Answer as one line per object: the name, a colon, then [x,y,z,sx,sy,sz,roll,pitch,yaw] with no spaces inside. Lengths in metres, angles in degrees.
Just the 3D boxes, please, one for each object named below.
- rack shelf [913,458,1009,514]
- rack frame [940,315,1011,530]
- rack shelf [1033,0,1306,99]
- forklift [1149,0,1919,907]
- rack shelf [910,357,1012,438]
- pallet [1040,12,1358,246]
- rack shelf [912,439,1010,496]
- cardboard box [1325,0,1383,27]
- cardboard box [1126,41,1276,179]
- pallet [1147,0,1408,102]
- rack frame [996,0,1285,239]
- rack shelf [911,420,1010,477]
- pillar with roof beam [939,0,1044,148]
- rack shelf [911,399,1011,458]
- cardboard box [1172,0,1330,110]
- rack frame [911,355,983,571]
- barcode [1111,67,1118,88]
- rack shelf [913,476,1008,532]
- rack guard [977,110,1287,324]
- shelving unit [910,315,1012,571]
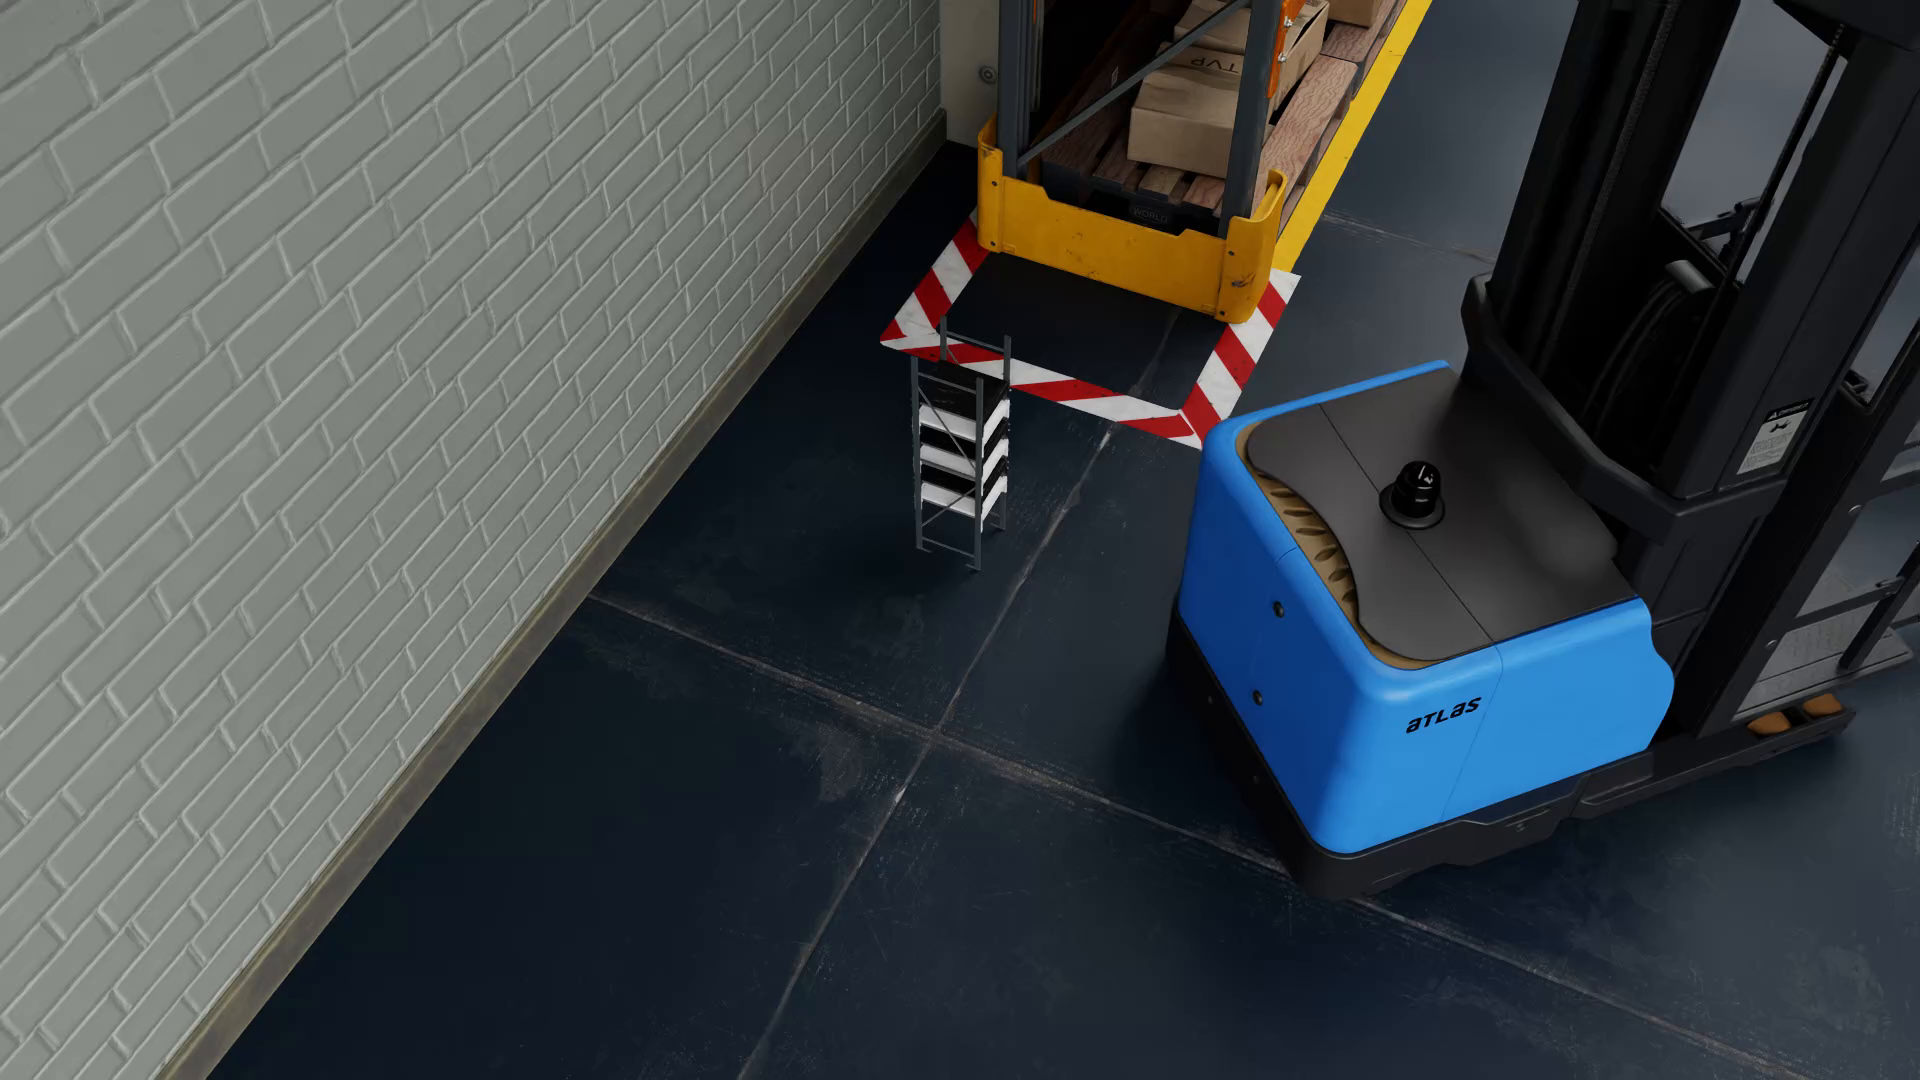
rack shelf: [0.003,-0.217,5.506,0.258,0.077,0.200,20,52,16]
rack frame: [0.047,-0.367,5.472,0.240,0.900,0.006,20,52,16]
rack shelf: [1.471,-3.195,6.972,1.077,0.370,4.000,20,52,16]
forklift: [2.178,-0.611,4.346,3.031,2.935,1.130,-16,52,-13]
rack shelf: [0.003,-0.451,5.232,0.258,0.077,0.200,20,52,16]
pallet: [1.028,-1.748,7.099,1.003,0.211,1.213,20,52,16]
rack shelf: [0.003,-0.276,5.437,0.258,0.077,0.200,20,52,16]
cardboard box: [1.596,-2.712,7.441,0.700,0.500,0.500,17,52,14]
cardboard box: [0.994,-1.770,6.763,0.500,0.311,0.500,14,51,12]
pallet: [1.551,-2.585,7.811,1.003,0.211,1.213,20,52,16]
rack frame: [0.617,-2.051,5.526,1.000,3.000,0.127,20,52,16]
rack shelf: [0.003,-0.334,5.369,0.258,0.077,0.200,20,52,16]
pillar with roof beam: [4.026,-3.358,2.699,9.100,9.000,0.400,20,52,16]
rack shelf: [0.003,-0.392,5.300,0.258,0.077,0.200,20,52,16]
cardboard box: [1.237,-2.162,7.097,0.500,0.311,0.500,24,54,19]
rack frame: [-0.040,-0.227,5.352,0.240,0.900,0.006,20,52,16]
barcode: [0.640,-1.915,6.881,0.001,0.075,0.075,20,52,16]
rack shelf: [0.003,-0.159,5.575,0.258,0.077,0.200,20,52,16]
rack guard: [0.649,-1.293,6.522,1.175,0.500,0.348,20,52,16]
shelving unit: [0.003,-0.297,5.412,0.258,0.900,0.210,20,52,16]
